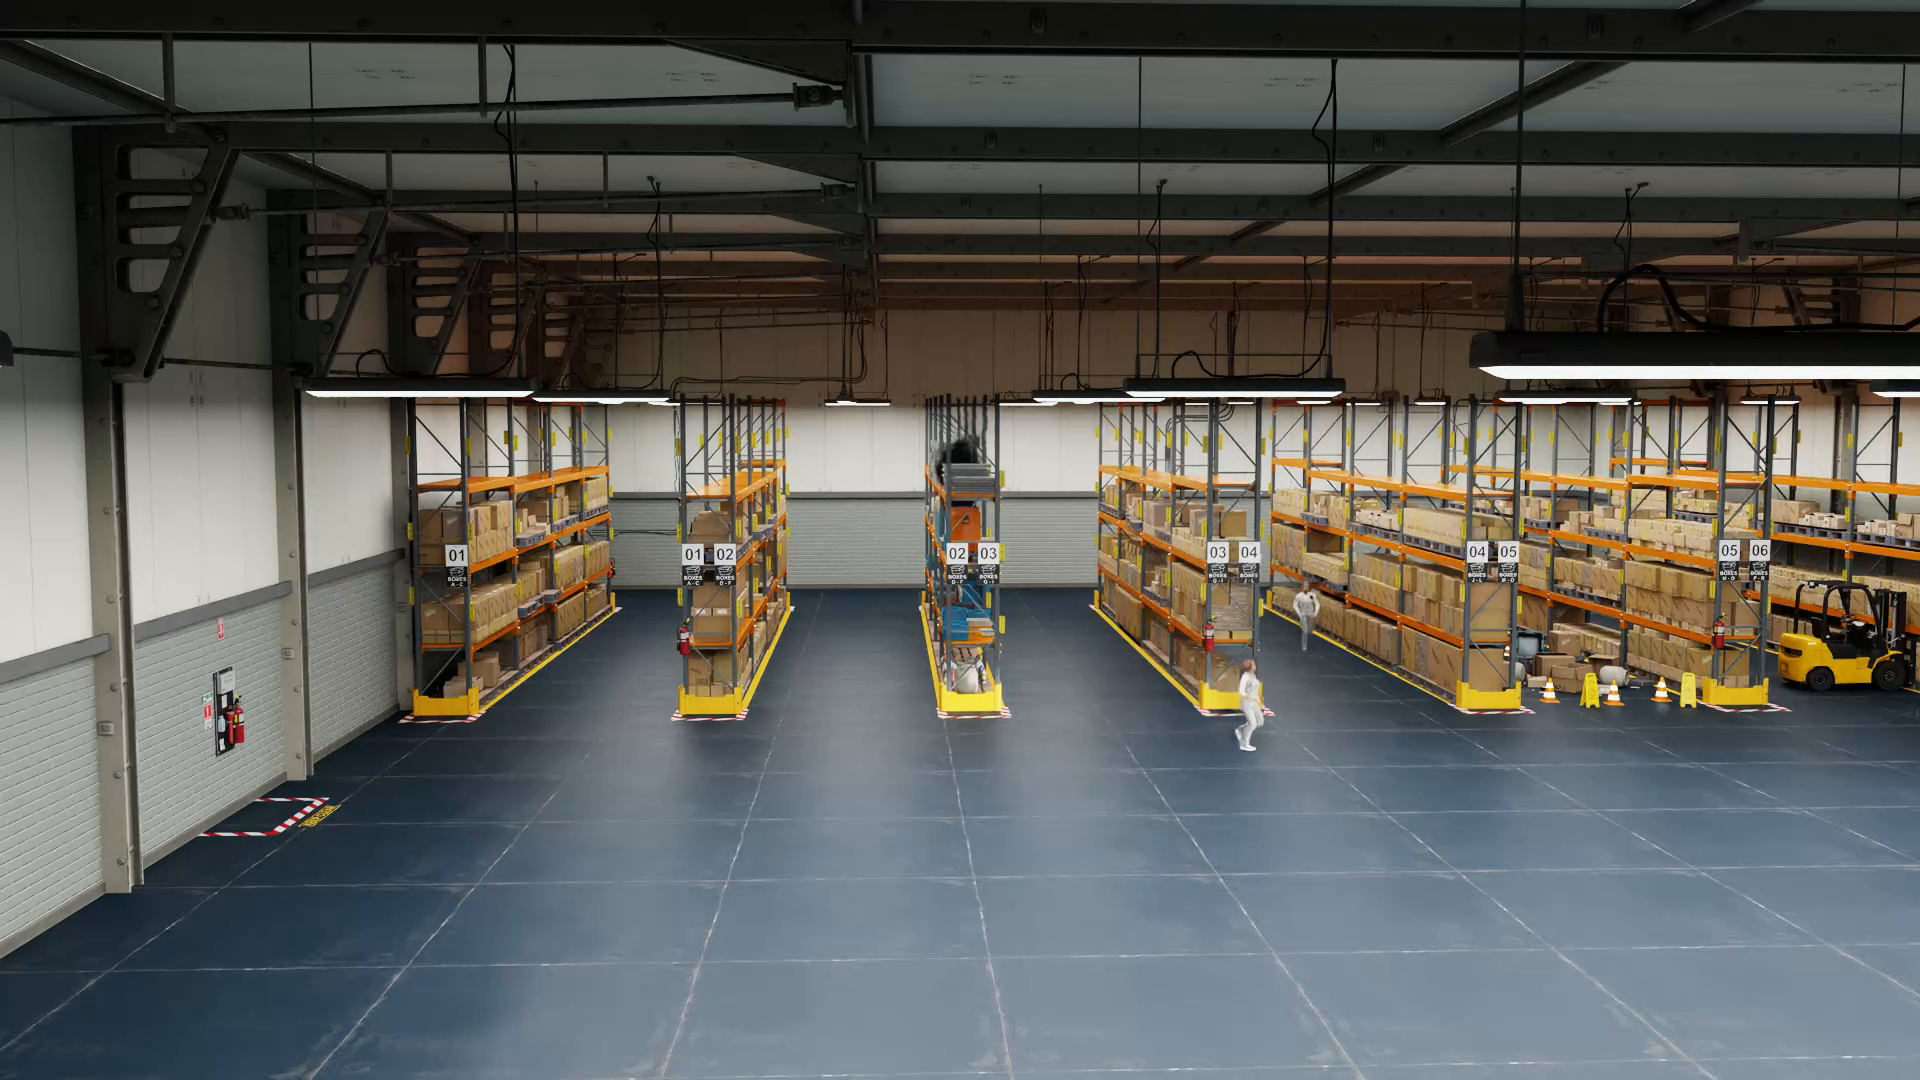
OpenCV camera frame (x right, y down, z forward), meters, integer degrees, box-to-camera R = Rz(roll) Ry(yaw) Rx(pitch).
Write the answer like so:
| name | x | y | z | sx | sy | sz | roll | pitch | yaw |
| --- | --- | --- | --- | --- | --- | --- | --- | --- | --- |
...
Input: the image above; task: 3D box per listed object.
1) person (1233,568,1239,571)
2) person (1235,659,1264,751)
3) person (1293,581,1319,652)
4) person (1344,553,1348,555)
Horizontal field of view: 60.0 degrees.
| name | x | y | z | sx | sy | sz | roll | pitch | yaw |
| --- | --- | --- | --- | --- | --- | --- | --- | --- | --- |
| person | 7.590 | 1.122 | 47.652 | 0.772 | 1.735 | 0.821 | 3 | 6 | 35 |
| person | 4.832 | 2.752 | 27.766 | 0.524 | 1.554 | 0.512 | 3 | 5 | 32 |
| person | 8.191 | 1.793 | 39.406 | 0.625 | 1.675 | 0.601 | 0 | 5 | 1 |
| person | 11.235 | 0.961 | 49.279 | 0.575 | 1.735 | 0.676 | 0 | 5 | -2 |
